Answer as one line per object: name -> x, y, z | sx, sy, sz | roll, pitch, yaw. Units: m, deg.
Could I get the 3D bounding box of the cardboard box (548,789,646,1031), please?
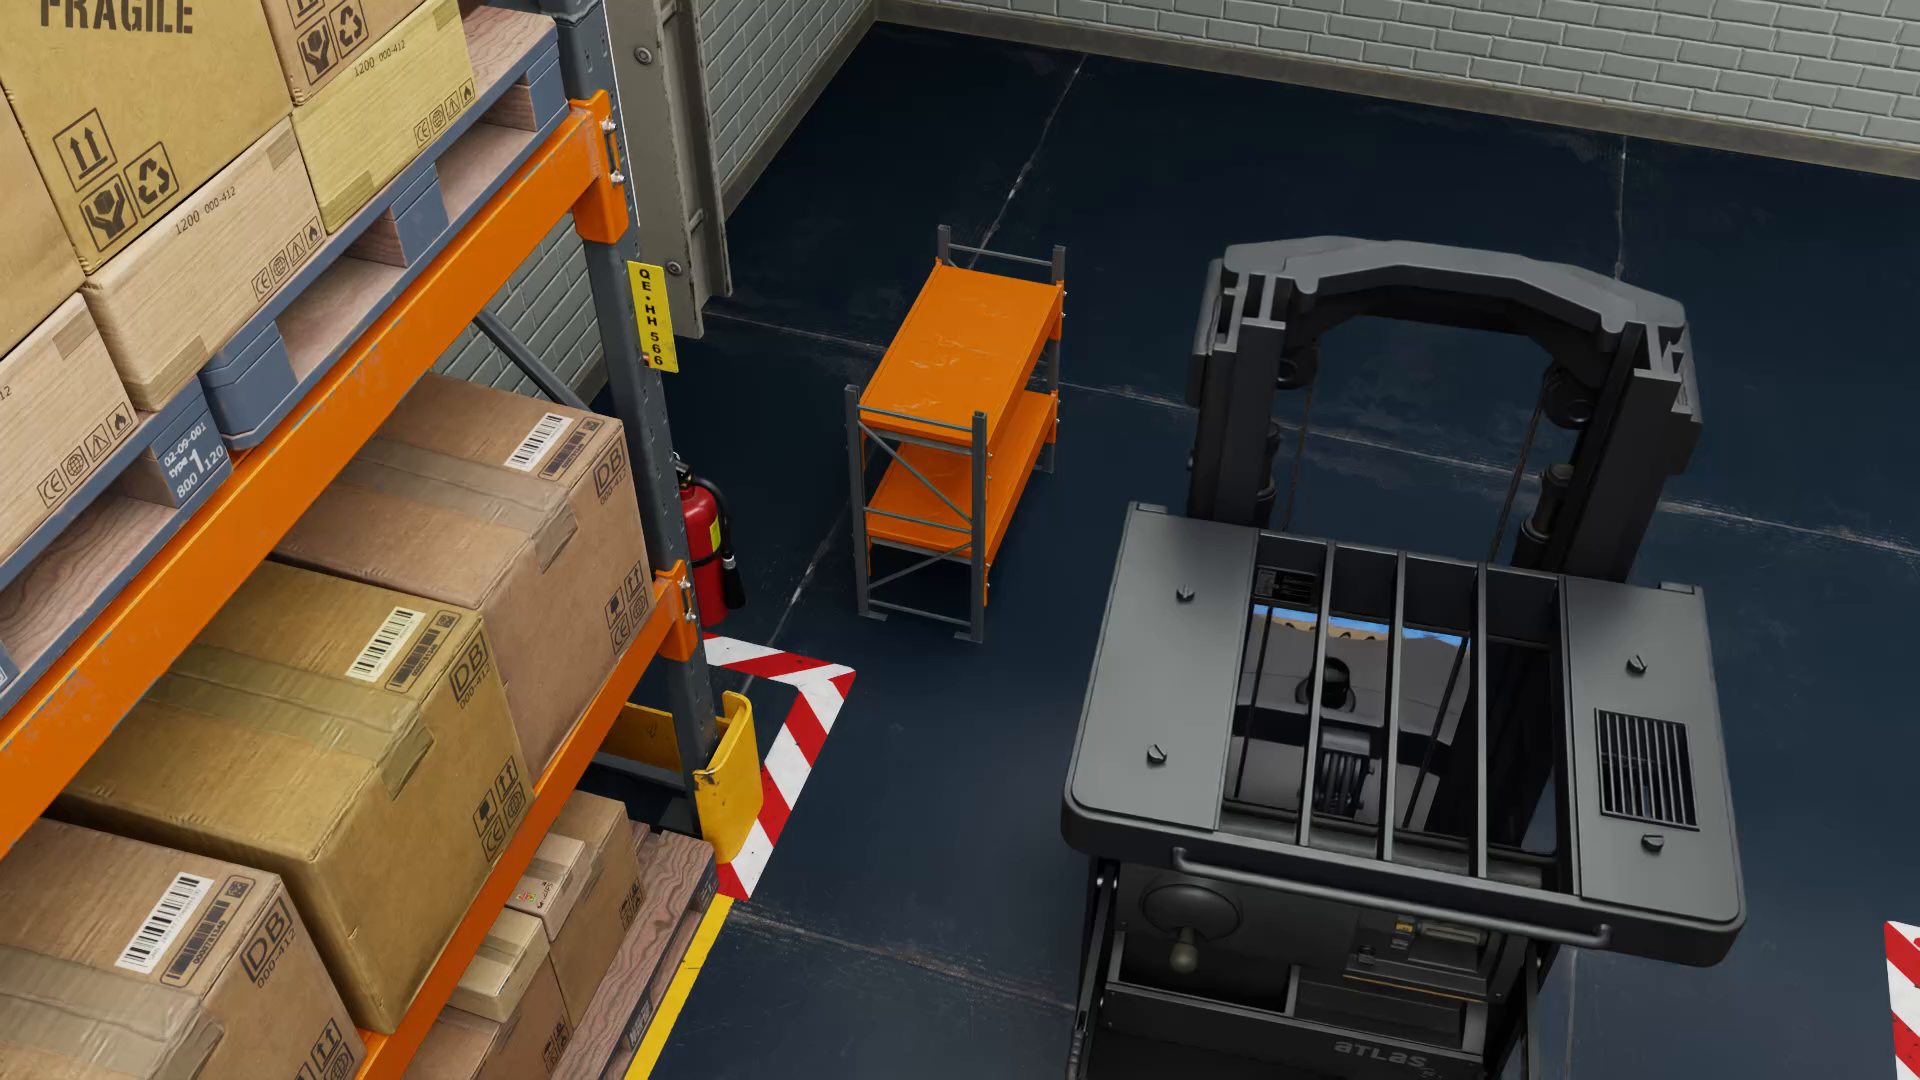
cardboard box -> -1.403, 1.048, 5.022 | 0.700, 0.500, 0.500 | 13, 46, 13

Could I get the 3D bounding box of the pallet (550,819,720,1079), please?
pallet -> -1.454, 1.363, 5.206 | 1.003, 0.211, 1.213 | 13, 46, 13

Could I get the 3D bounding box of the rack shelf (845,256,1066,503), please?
rack shelf -> 0.002, -0.616, 6.156 | 0.538, 0.278, 1.000 | 13, 46, 13

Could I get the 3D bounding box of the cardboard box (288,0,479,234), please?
cardboard box -> -1.255, -0.843, 3.058 | 0.500, 0.250, 0.500 | 14, 46, 14

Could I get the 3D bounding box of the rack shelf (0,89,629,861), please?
rack shelf -> -1.892, 0.335, 2.633 | 1.077, 0.370, 4.000 | 13, 46, 13

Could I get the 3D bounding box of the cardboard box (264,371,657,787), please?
cardboard box -> -1.431, 0.051, 4.338 | 0.980, 0.700, 0.700 | 14, 46, 14

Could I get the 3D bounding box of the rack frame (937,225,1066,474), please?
rack frame -> 0.156, -0.745, 6.707 | 0.500, 1.125, 0.032 | 13, 46, 13

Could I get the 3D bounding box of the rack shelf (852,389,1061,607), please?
rack shelf -> 0.002, -0.232, 6.532 | 0.538, 0.278, 1.000 | 13, 46, 13

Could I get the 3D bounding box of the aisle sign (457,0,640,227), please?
aisle sign -> -0.979, -1.097, 3.868 | 0.394, 0.787, 0.004 | 13, 46, 13

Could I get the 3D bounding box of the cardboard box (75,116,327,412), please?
cardboard box -> -1.412, -0.496, 2.703 | 0.500, 0.250, 0.500 | 11, 45, 11

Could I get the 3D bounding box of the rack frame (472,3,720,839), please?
rack frame -> -1.286, -0.183, 4.793 | 1.000, 3.000, 0.127 | 13, 46, 13

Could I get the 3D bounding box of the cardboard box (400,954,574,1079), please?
cardboard box -> -1.554, 1.381, 4.681 | 0.700, 0.500, 0.500 | 12, 46, 12

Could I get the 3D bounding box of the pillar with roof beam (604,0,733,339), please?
pillar with roof beam -> 2.810, -3.399, 3.789 | 9.100, 9.000, 0.400 | 13, 46, 13

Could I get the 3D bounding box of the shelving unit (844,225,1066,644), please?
shelving unit -> 0.002, -0.407, 6.361 | 0.538, 1.125, 1.048 | 13, 46, 13

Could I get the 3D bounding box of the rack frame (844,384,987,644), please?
rack frame -> -0.152, -0.068, 6.015 | 0.500, 1.125, 0.032 | 13, 46, 13

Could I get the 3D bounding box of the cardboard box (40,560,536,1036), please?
cardboard box -> -1.641, 0.539, 3.840 | 0.980, 0.700, 0.700 | 12, 46, 12

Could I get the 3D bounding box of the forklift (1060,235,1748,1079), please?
forklift -> 0.792, 0.947, 3.686 | 1.130, 2.935, 3.031 | 9, 45, 9

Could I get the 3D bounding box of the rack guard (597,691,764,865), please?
rack guard -> -1.279, 0.694, 5.683 | 1.175, 0.500, 0.348 | 13, 46, 13

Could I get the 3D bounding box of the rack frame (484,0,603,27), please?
rack frame -> -1.286, -2.328, 2.695 | 1.000, 3.000, 0.127 | 13, 46, 13

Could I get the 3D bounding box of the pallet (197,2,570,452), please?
pallet -> -1.501, -0.727, 3.267 | 1.003, 0.211, 1.213 | 13, 46, 13

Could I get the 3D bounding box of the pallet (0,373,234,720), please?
pallet -> -1.869, 0.089, 2.433 | 1.003, 0.211, 1.213 | 13, 46, 13

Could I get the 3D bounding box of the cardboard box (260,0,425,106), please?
cardboard box -> -1.248, -1.110, 2.794 | 0.500, 0.500, 0.500 | 12, 46, 12

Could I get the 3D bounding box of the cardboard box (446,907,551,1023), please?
cardboard box -> -1.345, 1.111, 4.494 | 0.380, 0.149, 0.250 | 14, 46, 14

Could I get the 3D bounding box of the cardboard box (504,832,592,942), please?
cardboard box -> -1.268, 0.940, 4.668 | 0.380, 0.149, 0.250 | 12, 46, 12

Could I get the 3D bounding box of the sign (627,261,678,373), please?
sign -> -0.773, -0.558, 4.178 | 0.100, 0.325, 0.005 | 13, 46, 13

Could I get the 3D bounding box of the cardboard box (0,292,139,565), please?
cardboard box -> -1.565, -0.148, 2.348 | 0.500, 0.250, 0.500 | 11, 45, 11

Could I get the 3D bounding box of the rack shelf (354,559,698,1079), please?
rack shelf -> -1.892, 1.407, 3.682 | 1.077, 0.370, 4.000 | 13, 46, 13

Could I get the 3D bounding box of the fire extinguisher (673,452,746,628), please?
fire extinguisher -> -0.801, -0.025, 4.953 | 0.296, 0.674, 0.183 | 13, 46, 13

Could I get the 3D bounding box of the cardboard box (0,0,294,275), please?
cardboard box -> -1.410, -0.779, 2.456 | 0.500, 0.500, 0.500 | 14, 46, 14

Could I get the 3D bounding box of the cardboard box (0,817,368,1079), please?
cardboard box -> -1.880, 1.045, 3.323 | 0.980, 0.700, 0.700 | 10, 45, 11

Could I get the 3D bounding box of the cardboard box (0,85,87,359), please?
cardboard box -> -1.560, -0.429, 2.099 | 0.500, 0.500, 0.500 | 11, 45, 11
